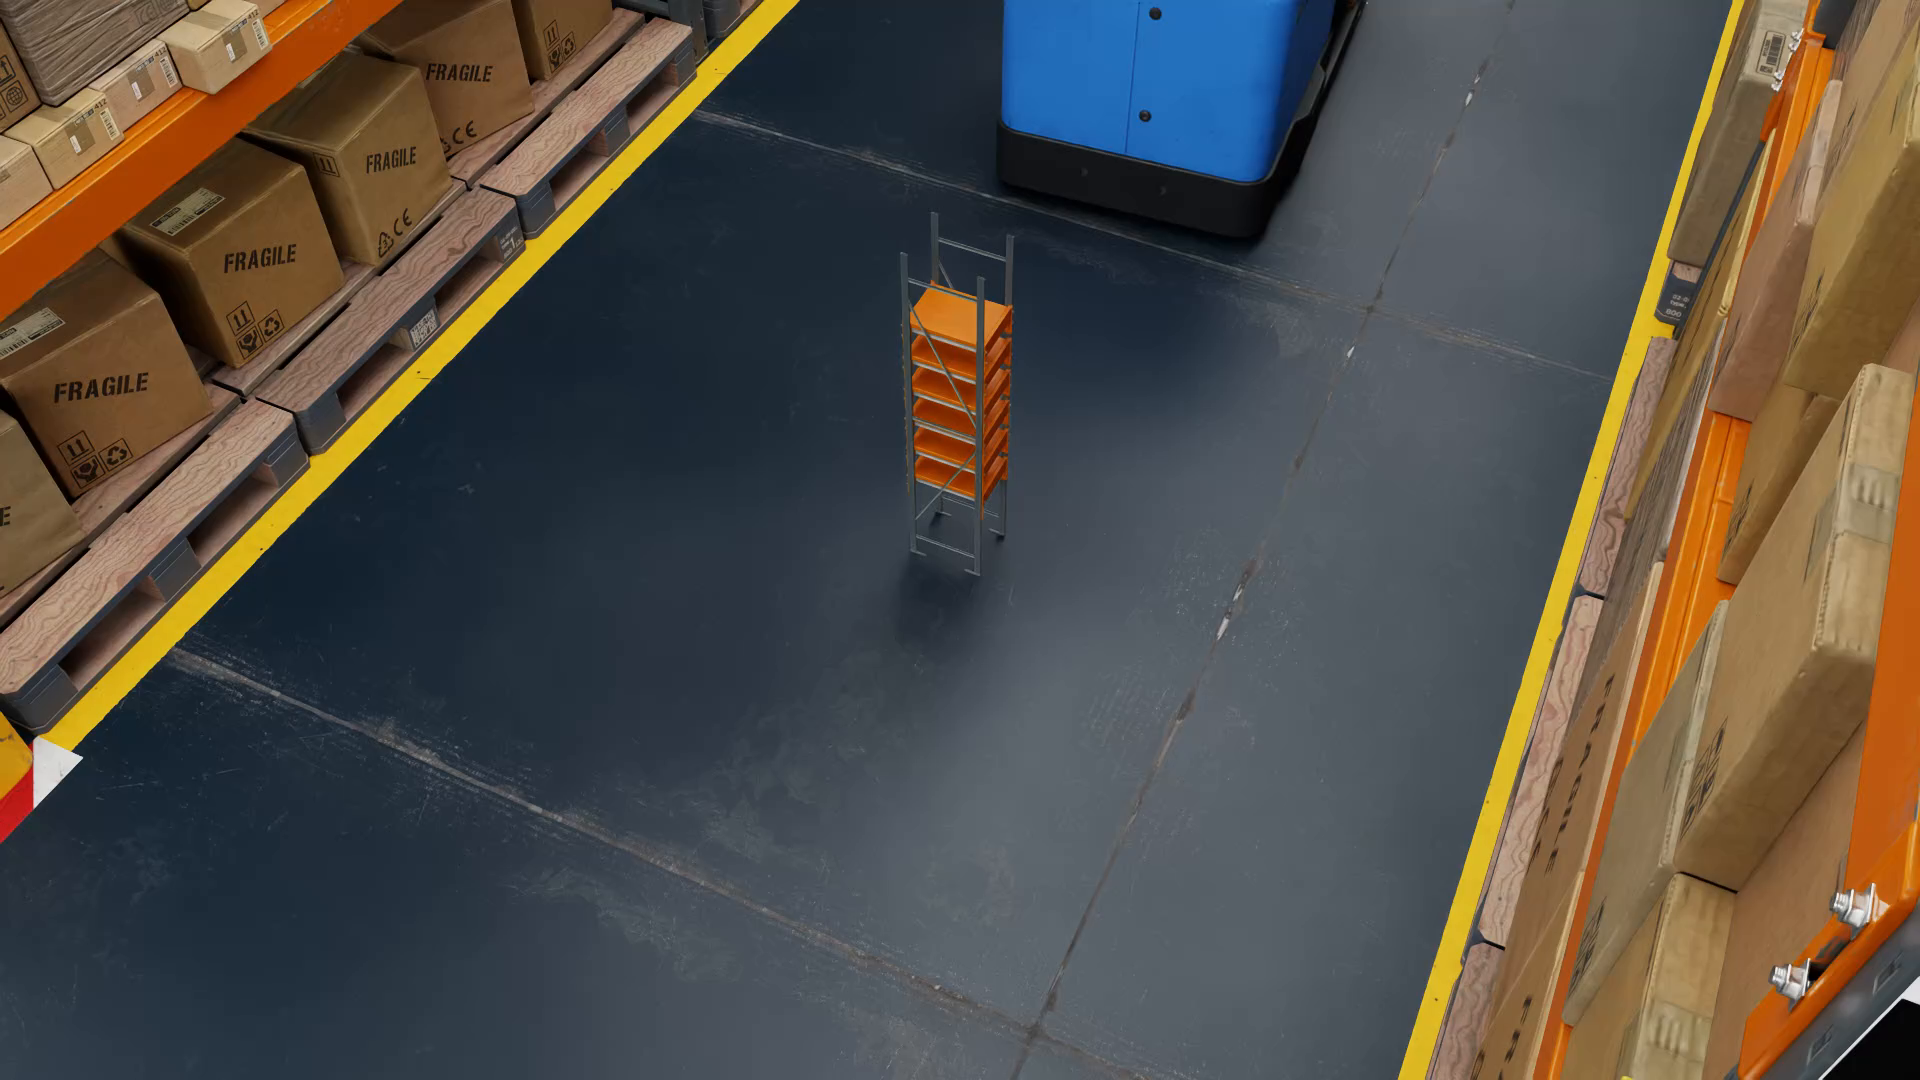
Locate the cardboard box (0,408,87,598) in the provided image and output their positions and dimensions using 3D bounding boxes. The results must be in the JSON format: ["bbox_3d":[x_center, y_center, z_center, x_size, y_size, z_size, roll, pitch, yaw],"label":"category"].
[{"bbox_3d":[-2.957,-0.129,4.756,0.500,0.500,0.500,29,55,22],"label":"cardboard box"}]

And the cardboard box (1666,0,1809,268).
[{"bbox_3d":[3.095,-1.313,5.599,1.050,0.750,0.750,20,52,16],"label":"cardboard box"}]

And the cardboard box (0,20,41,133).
[{"bbox_3d":[-2.874,-1.260,4.092,0.875,0.500,0.500,20,52,16],"label":"cardboard box"}]

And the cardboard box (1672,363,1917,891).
[{"bbox_3d":[1.548,0.255,2.256,0.875,0.550,0.550,20,52,16],"label":"cardboard box"}]

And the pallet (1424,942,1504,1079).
[{"bbox_3d":[1.473,1.633,3.722,1.003,0.211,1.213,20,52,16],"label":"pallet"}]

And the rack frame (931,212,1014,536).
[{"bbox_3d":[0.033,-0.442,4.838,0.240,1.200,0.006,20,52,16],"label":"rack frame"}]

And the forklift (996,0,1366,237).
[{"bbox_3d":[1.139,-3.208,6.055,1.130,2.935,3.031,16,52,13],"label":"forklift"}]

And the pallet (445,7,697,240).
[{"bbox_3d":[-1.785,-1.755,6.605,1.003,0.211,1.213,20,52,16],"label":"pallet"}]

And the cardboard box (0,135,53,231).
[{"bbox_3d":[-2.569,-0.928,4.235,0.380,0.149,0.250,20,52,16],"label":"cardboard box"}]

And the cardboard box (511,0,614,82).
[{"bbox_3d":[-1.737,-2.197,6.515,0.500,0.500,0.500,18,52,15],"label":"cardboard box"}]

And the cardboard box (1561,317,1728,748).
[{"bbox_3d":[2.198,0.135,4.285,0.875,0.875,0.875,20,53,16],"label":"cardboard box"}]

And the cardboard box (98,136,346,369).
[{"bbox_3d":[-2.448,-0.977,5.477,0.500,0.500,0.500,24,54,19],"label":"cardboard box"}]

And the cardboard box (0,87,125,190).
[{"bbox_3d":[-2.456,-1.098,4.379,0.380,0.149,0.250,20,52,16],"label":"cardboard box"}]

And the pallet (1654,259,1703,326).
[{"bbox_3d":[3.173,-1.102,6.049,1.003,0.211,1.213,20,52,16],"label":"pallet"}]

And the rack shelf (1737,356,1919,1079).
[{"bbox_3d":[2.057,-0.811,2.474,1.077,0.370,4.000,20,52,16],"label":"rack shelf"}]

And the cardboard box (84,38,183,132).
[{"bbox_3d":[-2.373,-1.279,4.533,0.380,0.149,0.250,20,52,16],"label":"cardboard box"}]

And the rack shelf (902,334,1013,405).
[{"bbox_3d":[-0.006,-0.506,4.636,0.258,0.103,0.180,20,52,16],"label":"rack shelf"}]

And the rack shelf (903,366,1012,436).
[{"bbox_3d":[-0.006,-0.428,4.727,0.258,0.103,0.180,20,52,16],"label":"rack shelf"}]

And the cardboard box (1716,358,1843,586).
[{"bbox_3d":[2.077,-0.123,3.287,0.875,0.550,0.500,20,52,16],"label":"cardboard box"}]

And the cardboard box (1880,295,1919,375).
[{"bbox_3d":[1.910,-0.087,2.547,0.875,0.550,0.550,20,52,16],"label":"cardboard box"}]

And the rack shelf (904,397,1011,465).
[{"bbox_3d":[-0.006,-0.350,4.818,0.258,0.103,0.180,20,52,16],"label":"rack shelf"}]

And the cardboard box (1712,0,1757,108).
[{"bbox_3d":[3.511,-1.976,6.164,1.050,0.750,0.750,20,52,16],"label":"cardboard box"}]

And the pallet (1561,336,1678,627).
[{"bbox_3d":[2.516,-0.048,5.152,1.003,0.211,1.213,20,52,16],"label":"pallet"}]

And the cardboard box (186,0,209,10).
[{"bbox_3d":[-2.397,-1.931,4.663,0.875,0.500,0.500,20,52,16],"label":"cardboard box"}]

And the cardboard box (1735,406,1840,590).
[{"bbox_3d":[1.888,0.255,2.965,0.875,0.550,0.550,20,52,16],"label":"cardboard box"}]

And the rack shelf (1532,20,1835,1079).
[{"bbox_3d":[2.057,0.161,3.616,1.077,0.370,4.000,20,52,16],"label":"rack shelf"}]

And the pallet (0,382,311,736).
[{"bbox_3d":[-2.827,-0.075,5.175,1.003,0.211,1.213,20,52,16],"label":"pallet"}]

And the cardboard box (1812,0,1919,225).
[{"bbox_3d":[2.238,-0.862,3.206,0.875,0.550,0.550,20,52,16],"label":"cardboard box"}]

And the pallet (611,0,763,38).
[{"bbox_3d":[-1.199,-2.766,7.465,1.003,0.211,1.213,20,52,16],"label":"pallet"}]

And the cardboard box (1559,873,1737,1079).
[{"bbox_3d":[1.320,0.986,2.343,0.875,0.550,0.550,20,52,16],"label":"cardboard box"}]

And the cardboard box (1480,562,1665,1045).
[{"bbox_3d":[1.807,0.762,3.751,0.875,0.875,0.875,19,52,16],"label":"cardboard box"}]

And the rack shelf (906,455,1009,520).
[{"bbox_3d":[-0.006,-0.195,5.001,0.258,0.103,0.180,20,52,16],"label":"rack shelf"}]

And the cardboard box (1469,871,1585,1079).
[{"bbox_3d":[1.433,1.369,3.235,0.875,0.875,0.875,20,53,16],"label":"cardboard box"}]

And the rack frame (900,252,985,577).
[{"bbox_3d":[-0.045,-0.316,4.731,0.240,1.200,0.006,20,52,16],"label":"rack frame"}]

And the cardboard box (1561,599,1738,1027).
[{"bbox_3d":[1.535,0.600,2.671,0.875,0.550,0.550,20,52,16],"label":"cardboard box"}]

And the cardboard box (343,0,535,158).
[{"bbox_3d":[-1.975,-1.800,6.177,0.500,0.500,0.500,36,58,27],"label":"cardboard box"}]

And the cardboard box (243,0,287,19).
[{"bbox_3d":[-2.186,-1.632,4.834,0.380,0.149,0.250,20,52,16],"label":"cardboard box"}]

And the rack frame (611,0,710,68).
[{"bbox_3d":[-1.530,-3.133,5.946,1.000,3.000,0.127,20,52,16],"label":"rack frame"}]

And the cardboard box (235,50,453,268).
[{"bbox_3d":[-2.169,-1.347,5.792,0.500,0.500,0.500,16,51,13],"label":"cardboard box"}]

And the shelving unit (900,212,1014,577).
[{"bbox_3d":[-0.006,-0.379,4.785,0.258,1.200,0.189,20,52,16],"label":"shelving unit"}]

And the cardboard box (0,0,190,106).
[{"bbox_3d":[-2.621,-1.591,4.373,0.875,0.500,0.500,20,52,16],"label":"cardboard box"}]

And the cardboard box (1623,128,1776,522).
[{"bbox_3d":[2.579,-0.487,4.814,0.875,0.875,0.875,21,53,17],"label":"cardboard box"}]

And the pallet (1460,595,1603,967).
[{"bbox_3d":[1.996,0.795,4.435,1.003,0.211,1.213,20,52,16],"label":"pallet"}]

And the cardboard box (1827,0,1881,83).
[{"bbox_3d":[2.765,-1.240,4.237,0.875,0.550,0.550,20,52,16],"label":"cardboard box"}]

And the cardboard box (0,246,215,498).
[{"bbox_3d":[-2.732,-0.552,5.116,0.500,0.500,0.500,33,57,25],"label":"cardboard box"}]

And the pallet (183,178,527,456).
[{"bbox_3d":[-2.305,-0.912,5.888,1.003,0.211,1.213,20,52,16],"label":"pallet"}]

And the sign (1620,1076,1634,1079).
[{"bbox_3d":[0.718,0.667,1.797,0.100,0.325,0.005,20,52,16],"label":"sign"}]

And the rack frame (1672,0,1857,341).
[{"bbox_3d":[2.911,-1.450,4.514,1.000,3.000,0.127,20,52,16],"label":"rack frame"}]

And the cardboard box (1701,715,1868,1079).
[{"bbox_3d":[1.396,0.663,1.908,0.875,0.550,0.550,20,52,16],"label":"cardboard box"}]

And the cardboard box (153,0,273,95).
[{"bbox_3d":[-2.173,-1.417,4.651,0.380,0.149,0.250,20,52,16],"label":"cardboard box"}]

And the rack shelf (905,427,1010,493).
[{"bbox_3d":[-0.006,-0.272,4.910,0.258,0.103,0.180,20,52,16],"label":"rack shelf"}]

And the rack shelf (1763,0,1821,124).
[{"bbox_3d":[3.766,-2.594,5.960,1.077,0.370,4.000,20,52,16],"label":"rack shelf"}]

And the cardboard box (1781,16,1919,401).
[{"bbox_3d":[2.019,-0.494,2.893,0.875,0.550,0.500,20,52,16],"label":"cardboard box"}]

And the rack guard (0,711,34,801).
[{"bbox_3d":[-3.206,0.379,4.599,1.175,0.500,0.348,20,52,16],"label":"rack guard"}]

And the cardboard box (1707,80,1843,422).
[{"bbox_3d":[2.213,-0.521,3.625,0.875,0.550,0.550,20,52,16],"label":"cardboard box"}]

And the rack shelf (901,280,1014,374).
[{"bbox_3d":[-0.006,-0.583,4.544,0.258,0.103,0.180,20,52,16],"label":"rack shelf"}]
